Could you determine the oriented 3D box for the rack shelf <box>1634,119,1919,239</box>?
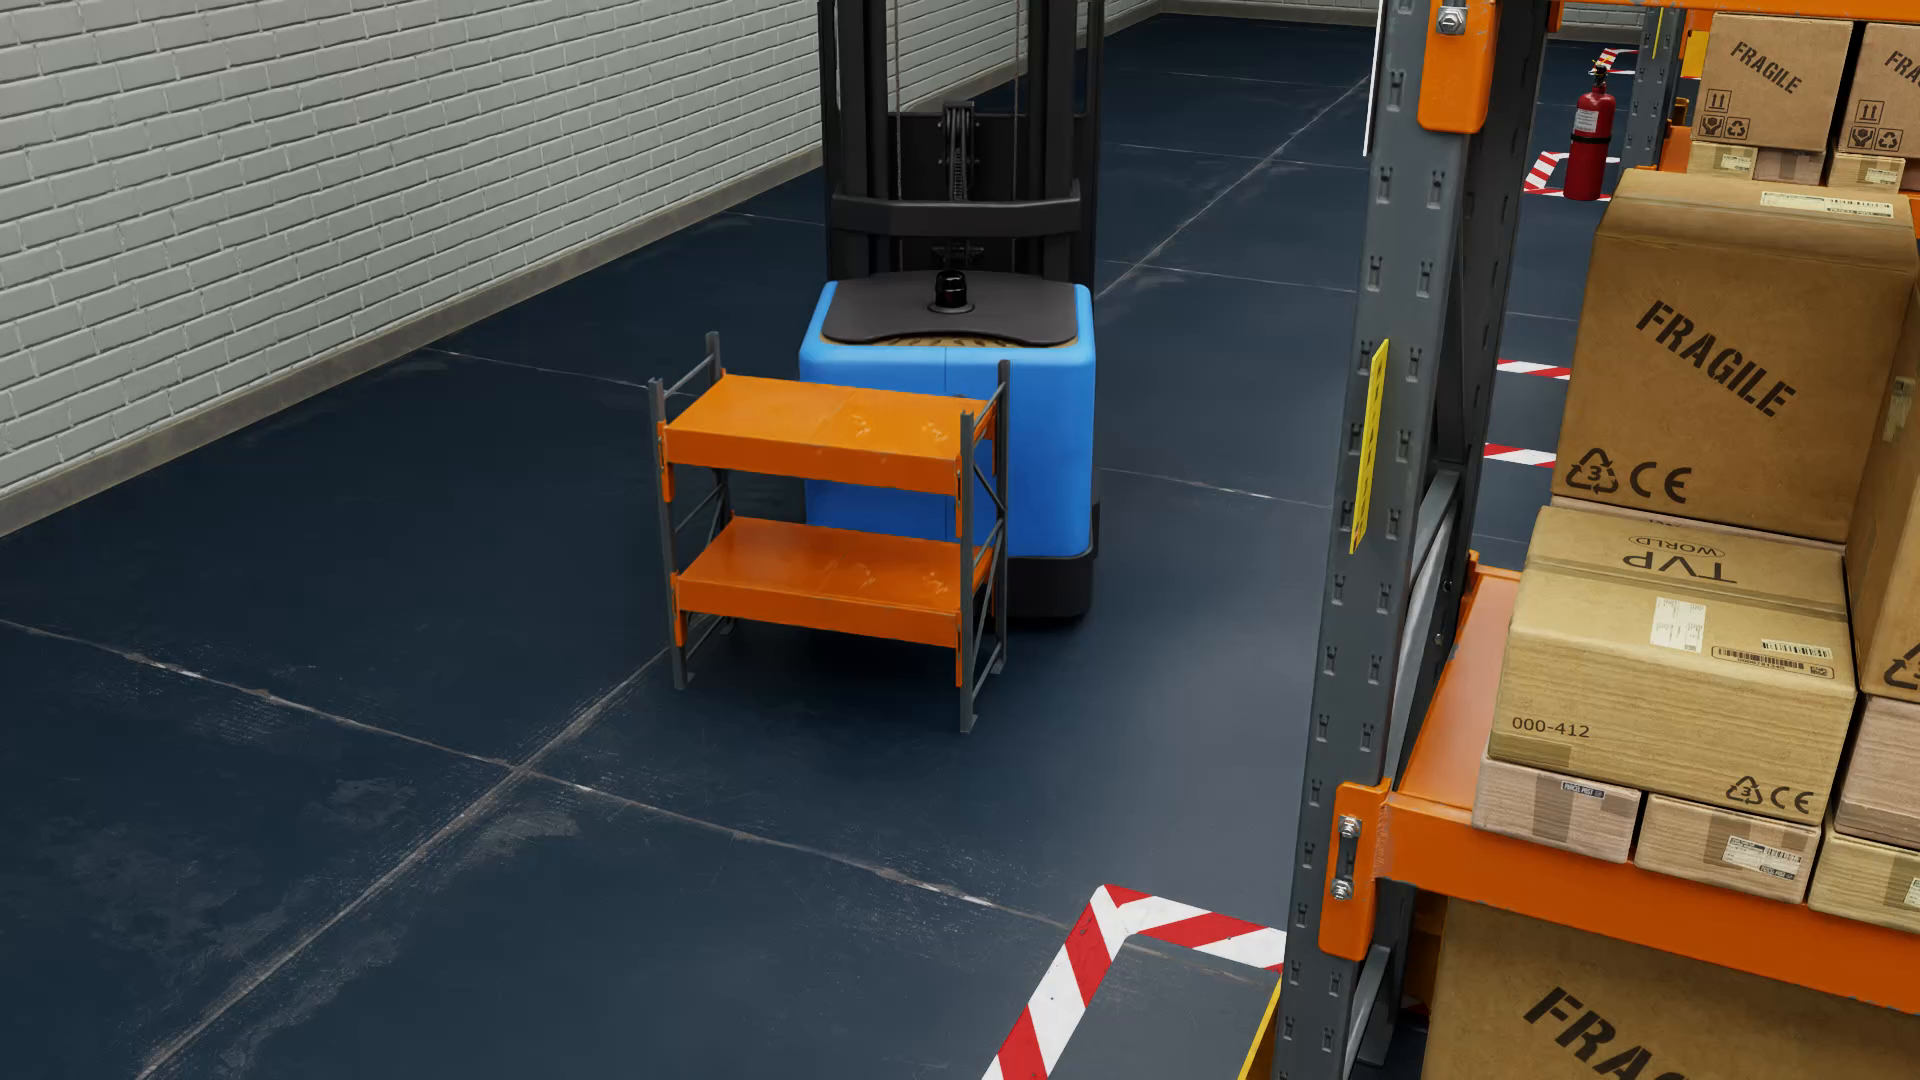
[{"bbox_3d":[4.834,-1.228,6.662,4.000,0.370,1.077,11,28,22],"label":"rack shelf"}]

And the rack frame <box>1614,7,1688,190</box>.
[{"bbox_3d":[3.013,-1.916,7.246,0.127,3.000,1.000,11,28,22],"label":"rack frame"}]

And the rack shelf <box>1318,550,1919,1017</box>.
[{"bbox_3d":[2.689,0.748,2.649,4.000,0.370,1.077,11,28,22],"label":"rack shelf"}]

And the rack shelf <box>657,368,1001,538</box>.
[{"bbox_3d":[-0.408,-0.298,5.418,1.000,0.278,0.538,7,27,14],"label":"rack shelf"}]

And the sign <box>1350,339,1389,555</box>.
[{"bbox_3d":[0.633,-0.142,2.573,0.005,0.325,0.100,11,28,22],"label":"sign"}]

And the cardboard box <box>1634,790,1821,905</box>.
[{"bbox_3d":[1.289,0.416,2.793,0.250,0.149,0.380,11,28,21],"label":"cardboard box"}]

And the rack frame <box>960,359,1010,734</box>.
[{"bbox_3d":[0.082,0.025,5.426,0.032,1.125,0.500,7,27,14],"label":"rack frame"}]

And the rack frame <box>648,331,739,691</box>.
[{"bbox_3d":[-0.898,-0.095,5.670,0.032,1.125,0.500,7,27,14],"label":"rack frame"}]

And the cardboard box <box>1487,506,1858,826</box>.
[{"bbox_3d":[1.193,0.190,2.801,0.500,0.250,0.500,11,28,20],"label":"cardboard box"}]

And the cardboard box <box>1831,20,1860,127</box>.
[{"bbox_3d":[3.995,-2.019,7.006,0.500,0.500,0.500,11,28,21],"label":"cardboard box"}]

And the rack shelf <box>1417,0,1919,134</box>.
[{"bbox_3d":[2.689,-0.597,1.986,4.000,0.370,1.077,11,28,22],"label":"rack shelf"}]

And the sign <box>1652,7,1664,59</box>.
[{"bbox_3d":[2.789,-2.086,6.611,0.005,0.325,0.100,11,28,22],"label":"sign"}]

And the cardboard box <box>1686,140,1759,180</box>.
[{"bbox_3d":[3.172,-1.612,6.913,0.250,0.149,0.380,11,28,21],"label":"cardboard box"}]

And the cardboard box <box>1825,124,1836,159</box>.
[{"bbox_3d":[3.872,-1.757,7.207,0.250,0.149,0.380,11,28,21],"label":"cardboard box"}]

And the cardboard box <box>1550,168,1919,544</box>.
[{"bbox_3d":[1.420,-0.359,3.068,0.500,0.500,0.500,12,29,22],"label":"cardboard box"}]

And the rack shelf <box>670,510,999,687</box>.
[{"bbox_3d":[-0.408,0.184,5.656,1.000,0.278,0.538,7,27,14],"label":"rack shelf"}]

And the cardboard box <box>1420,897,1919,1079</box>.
[{"bbox_3d":[1.484,0.909,3.437,0.875,0.875,0.875,11,28,22],"label":"cardboard box"}]

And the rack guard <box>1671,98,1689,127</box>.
[{"bbox_3d":[4.948,-2.808,11.887,0.348,0.500,1.175,11,28,22],"label":"rack guard"}]

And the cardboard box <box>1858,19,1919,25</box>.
[{"bbox_3d":[3.774,-2.264,6.371,0.500,0.500,0.500,12,29,23],"label":"cardboard box"}]

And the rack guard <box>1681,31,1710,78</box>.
[{"bbox_3d":[7.091,-4.786,15.905,0.348,0.500,1.175,11,28,22],"label":"rack guard"}]

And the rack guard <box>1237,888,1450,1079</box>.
[{"bbox_3d":[0.846,1.177,3.794,0.348,0.500,1.175,11,28,22],"label":"rack guard"}]

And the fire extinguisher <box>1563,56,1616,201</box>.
[{"bbox_3d":[2.975,-1.946,7.816,0.183,0.674,0.296,11,28,22],"label":"fire extinguisher"}]

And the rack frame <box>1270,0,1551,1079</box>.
[{"bbox_3d":[0.868,0.060,3.233,0.127,3.000,1.000,11,28,22],"label":"rack frame"}]

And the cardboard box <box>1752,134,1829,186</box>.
[{"bbox_3d":[3.421,-1.582,6.853,0.250,0.149,0.380,12,29,24],"label":"cardboard box"}]

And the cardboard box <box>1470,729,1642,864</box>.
[{"bbox_3d":[1.054,0.370,2.887,0.250,0.149,0.380,12,29,22],"label":"cardboard box"}]

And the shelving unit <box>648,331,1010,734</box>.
[{"bbox_3d":[-0.408,-0.035,5.548,1.048,1.125,0.538,7,27,14],"label":"shelving unit"}]

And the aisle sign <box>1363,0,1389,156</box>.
[{"bbox_3d":[0.678,-0.999,2.440,0.004,0.787,0.394,11,28,22],"label":"aisle sign"}]

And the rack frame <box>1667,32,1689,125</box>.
[{"bbox_3d":[4.970,-3.925,11.326,0.127,3.000,1.000,11,28,22],"label":"rack frame"}]

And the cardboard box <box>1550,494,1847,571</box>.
[{"bbox_3d":[1.419,-0.024,3.237,0.500,0.250,0.500,11,28,21],"label":"cardboard box"}]

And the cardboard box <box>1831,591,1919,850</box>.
[{"bbox_3d":[1.669,0.282,2.614,0.500,0.250,0.500,11,28,21],"label":"cardboard box"}]

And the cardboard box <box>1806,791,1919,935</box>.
[{"bbox_3d":[1.522,0.463,2.698,0.250,0.149,0.380,11,28,21],"label":"cardboard box"}]

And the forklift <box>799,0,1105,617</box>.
[{"bbox_3d":[0.014,-1.645,6.774,1.130,2.935,3.031,1,26,2],"label":"forklift"}]

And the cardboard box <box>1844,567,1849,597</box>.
[{"bbox_3d":[1.880,0.069,3.048,0.500,0.250,0.500,11,28,21],"label":"cardboard box"}]

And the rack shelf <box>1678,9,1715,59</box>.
[{"bbox_3d":[6.791,-3.236,10.742,4.000,0.370,1.077,11,28,22],"label":"rack shelf"}]

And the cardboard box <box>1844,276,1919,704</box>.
[{"bbox_3d":[1.648,-0.055,2.450,0.500,0.500,0.500,11,28,21],"label":"cardboard box"}]

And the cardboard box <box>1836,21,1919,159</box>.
[{"bbox_3d":[3.805,-1.814,6.588,0.500,0.500,0.500,11,28,22],"label":"cardboard box"}]

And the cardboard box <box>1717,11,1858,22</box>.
[{"bbox_3d":[3.312,-2.354,6.554,0.500,0.500,0.500,11,28,21],"label":"cardboard box"}]

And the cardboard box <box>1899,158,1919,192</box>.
[{"bbox_3d":[3.937,-1.519,6.725,0.250,0.149,0.380,13,29,24],"label":"cardboard box"}]

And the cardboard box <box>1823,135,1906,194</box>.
[{"bbox_3d":[3.644,-1.512,6.709,0.250,0.149,0.380,11,28,20],"label":"cardboard box"}]

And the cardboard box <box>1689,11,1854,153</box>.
[{"bbox_3d":[3.307,-1.901,6.766,0.500,0.500,0.500,13,29,24],"label":"cardboard box"}]
